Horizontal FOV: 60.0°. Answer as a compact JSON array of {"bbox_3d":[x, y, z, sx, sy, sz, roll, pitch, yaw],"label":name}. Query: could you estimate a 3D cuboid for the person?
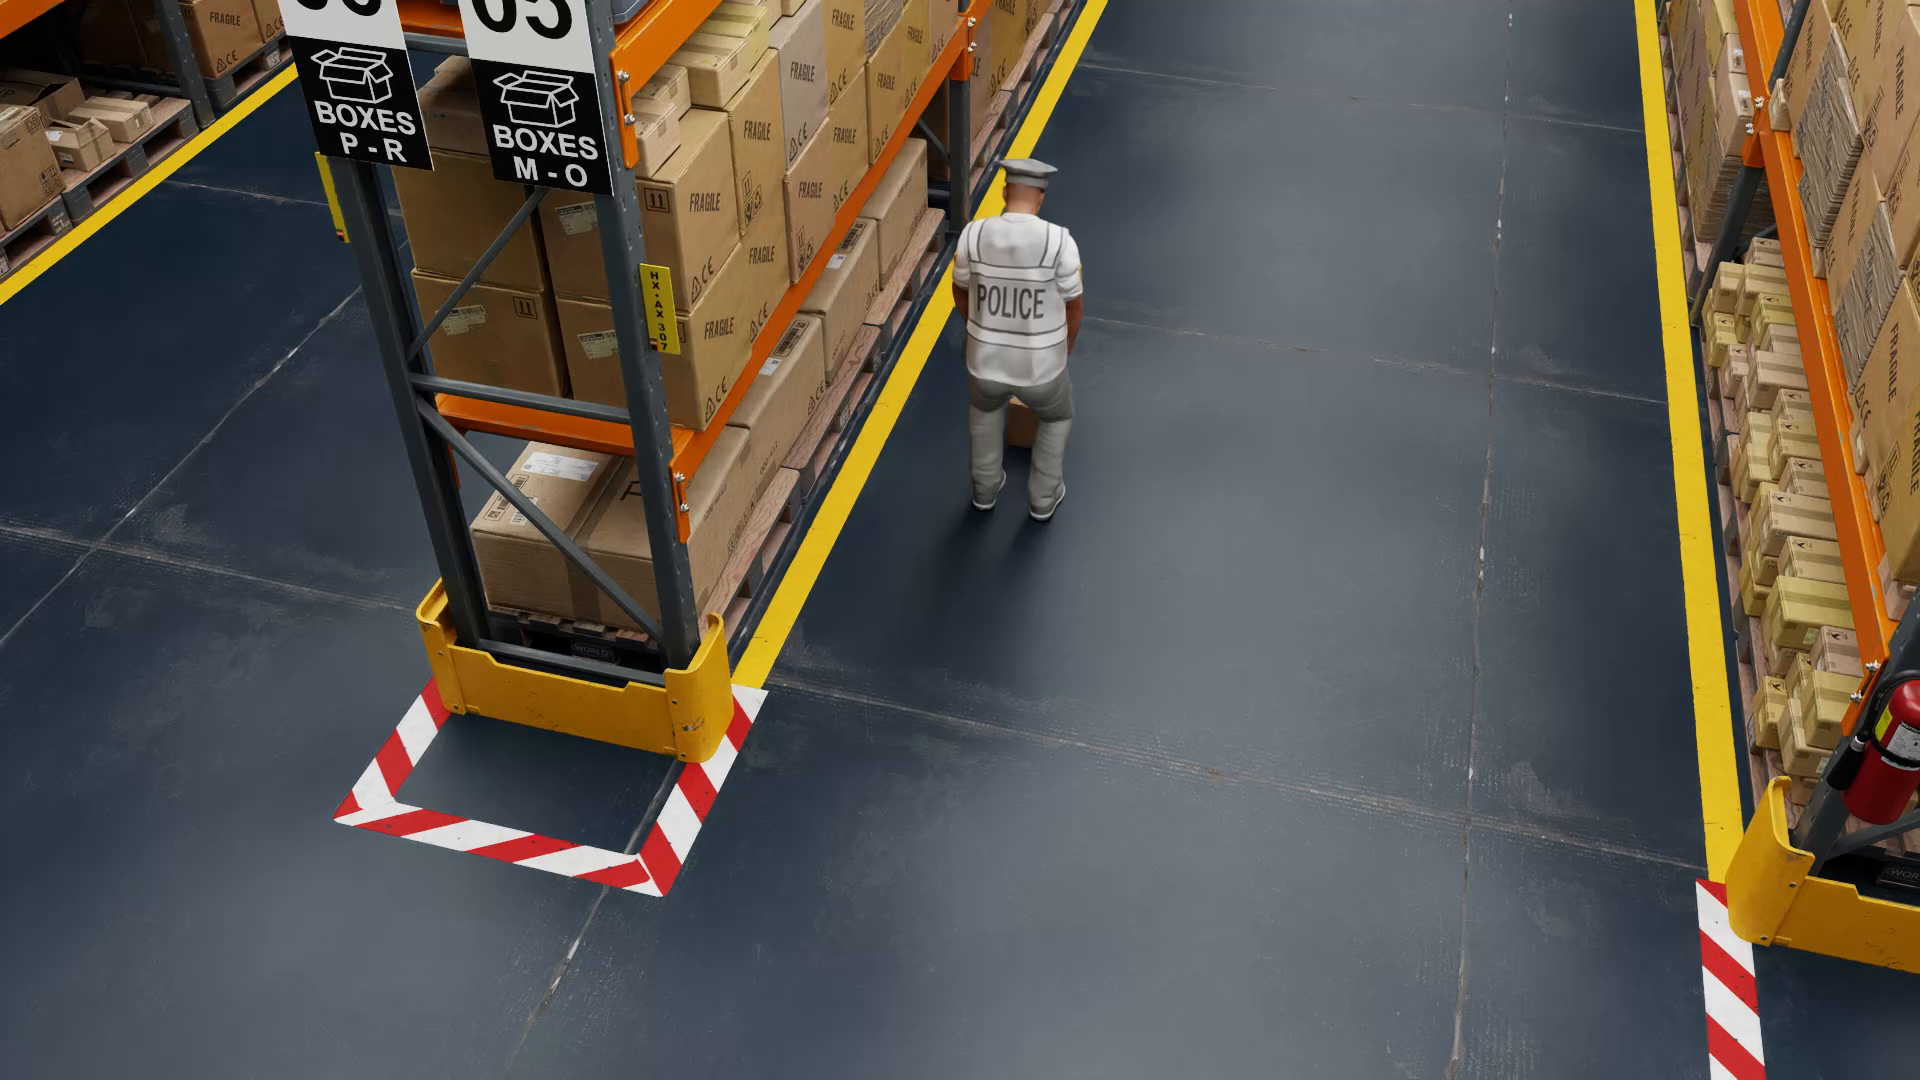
[{"bbox_3d":[0.237,-0.835,7.210,0.571,1.650,0.585,11,42,12],"label":"person"}]
